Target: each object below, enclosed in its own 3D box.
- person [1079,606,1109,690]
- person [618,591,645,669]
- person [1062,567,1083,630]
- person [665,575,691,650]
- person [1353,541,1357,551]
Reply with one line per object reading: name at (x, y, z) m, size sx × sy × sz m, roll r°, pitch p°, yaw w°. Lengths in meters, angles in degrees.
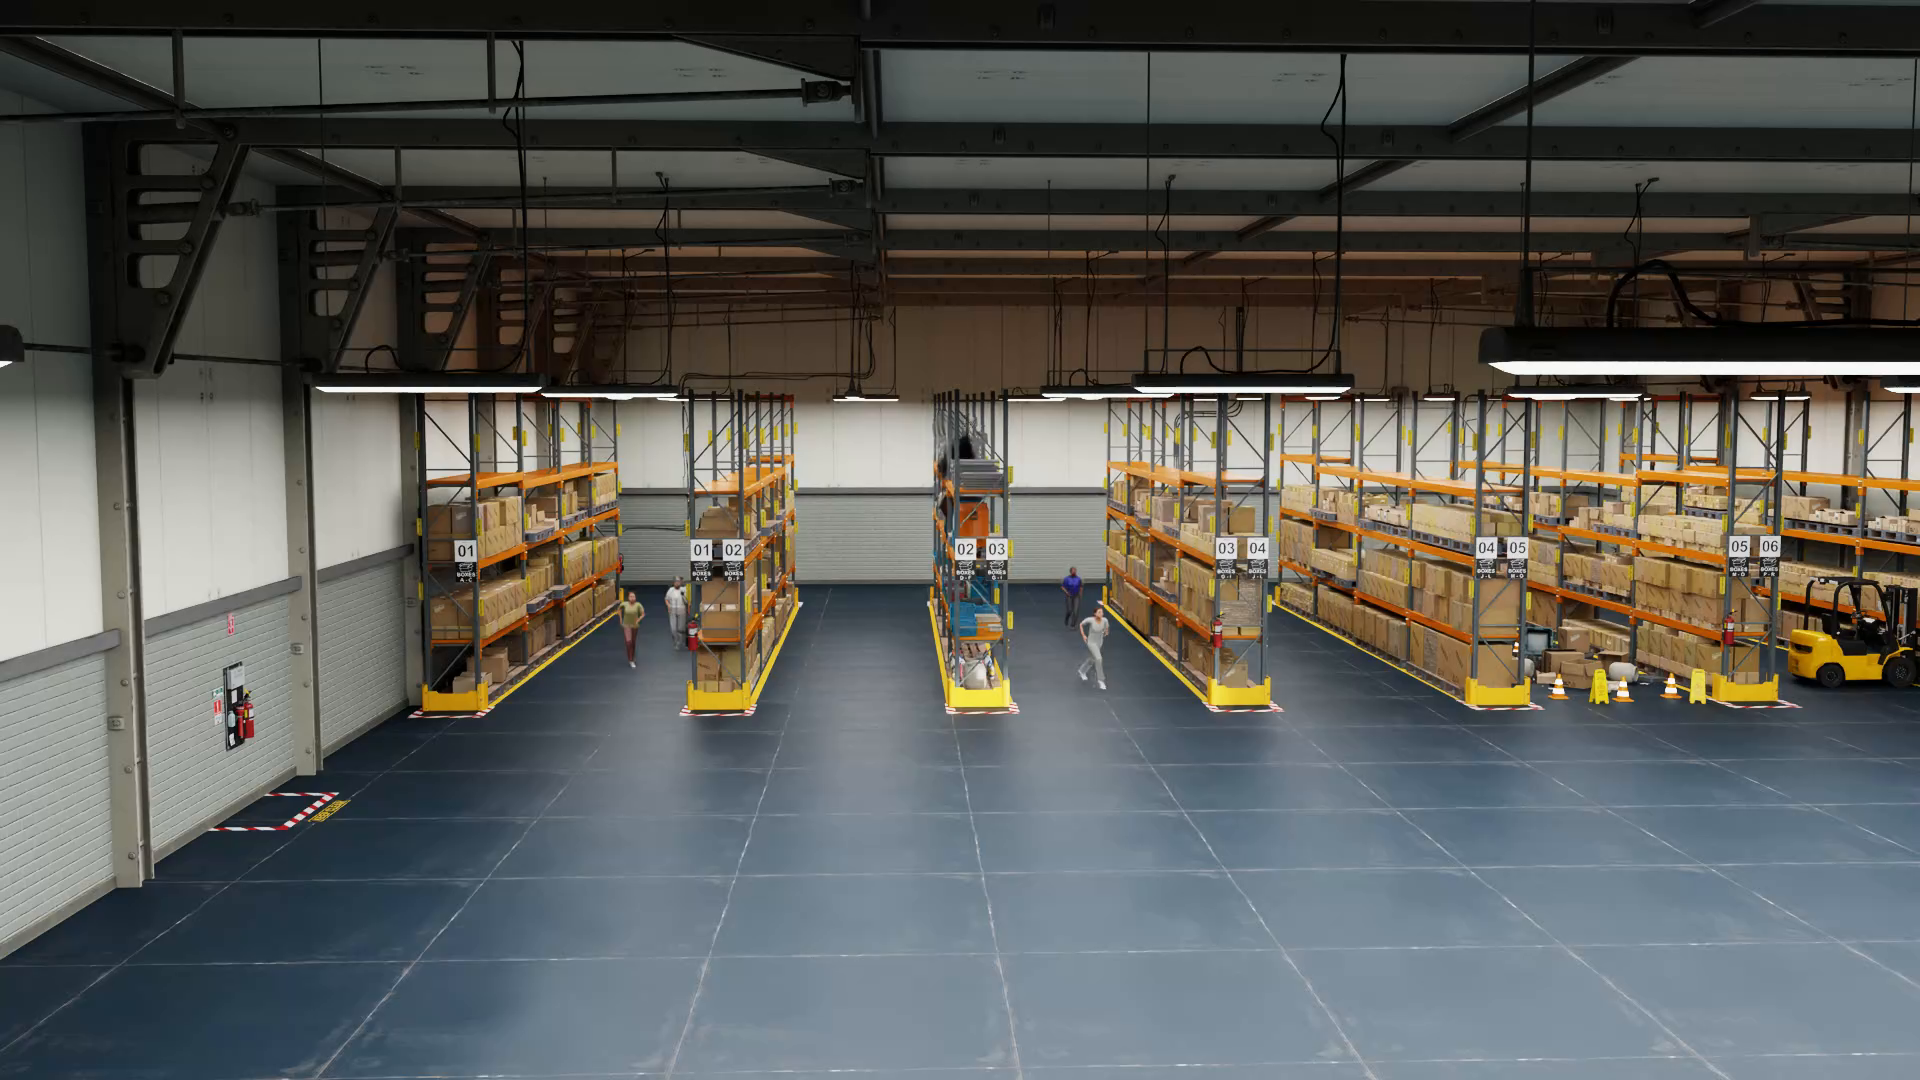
person at (2.710, 2.152, 33.805) m, size 0.569 × 1.673 × 1.034 m, roll -3°, pitch 5°, yaw -29°
person at (-7.195, 1.926, 36.427) m, size 0.579 × 1.672 × 0.951 m, roll -1°, pitch 5°, yaw -16°
person at (2.864, 1.476, 42.234) m, size 0.563 × 1.609 × 0.589 m, roll -1°, pitch 5°, yaw -10°
person at (-6.598, 1.692, 38.926) m, size 0.665 × 1.746 × 0.578 m, roll 0°, pitch 5°, yaw 3°
person at (11.797, 0.814, 49.891) m, size 0.747 × 1.754 × 0.579 m, roll -2°, pitch 5°, yaw -22°
